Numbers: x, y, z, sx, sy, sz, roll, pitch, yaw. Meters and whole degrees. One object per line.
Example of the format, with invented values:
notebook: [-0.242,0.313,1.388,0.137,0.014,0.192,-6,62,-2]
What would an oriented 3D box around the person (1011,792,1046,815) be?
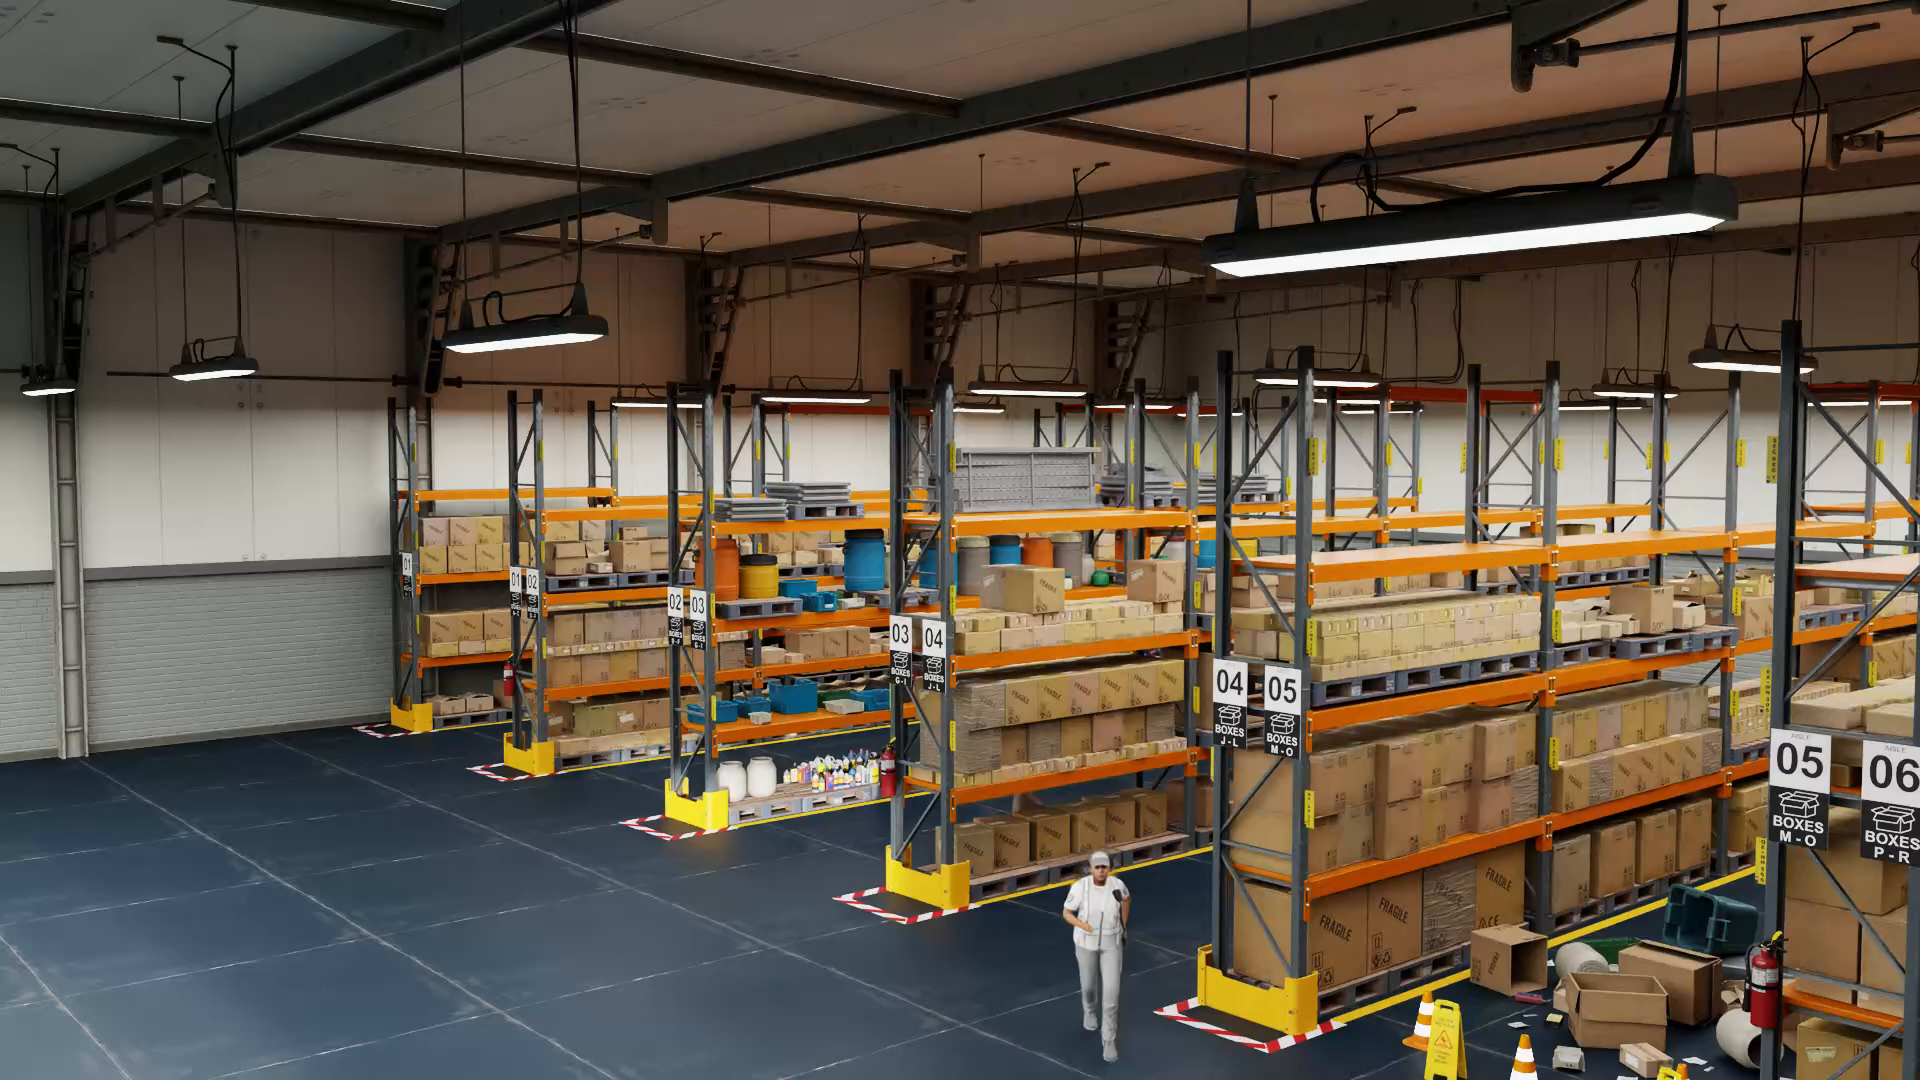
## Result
person: [0.843,3.011,21.857,0.980,1.705,0.667,-3,4,-41]

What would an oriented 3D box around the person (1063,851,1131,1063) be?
person: [1.178,3.494,14.263,0.597,1.692,0.884,0,3,2]
